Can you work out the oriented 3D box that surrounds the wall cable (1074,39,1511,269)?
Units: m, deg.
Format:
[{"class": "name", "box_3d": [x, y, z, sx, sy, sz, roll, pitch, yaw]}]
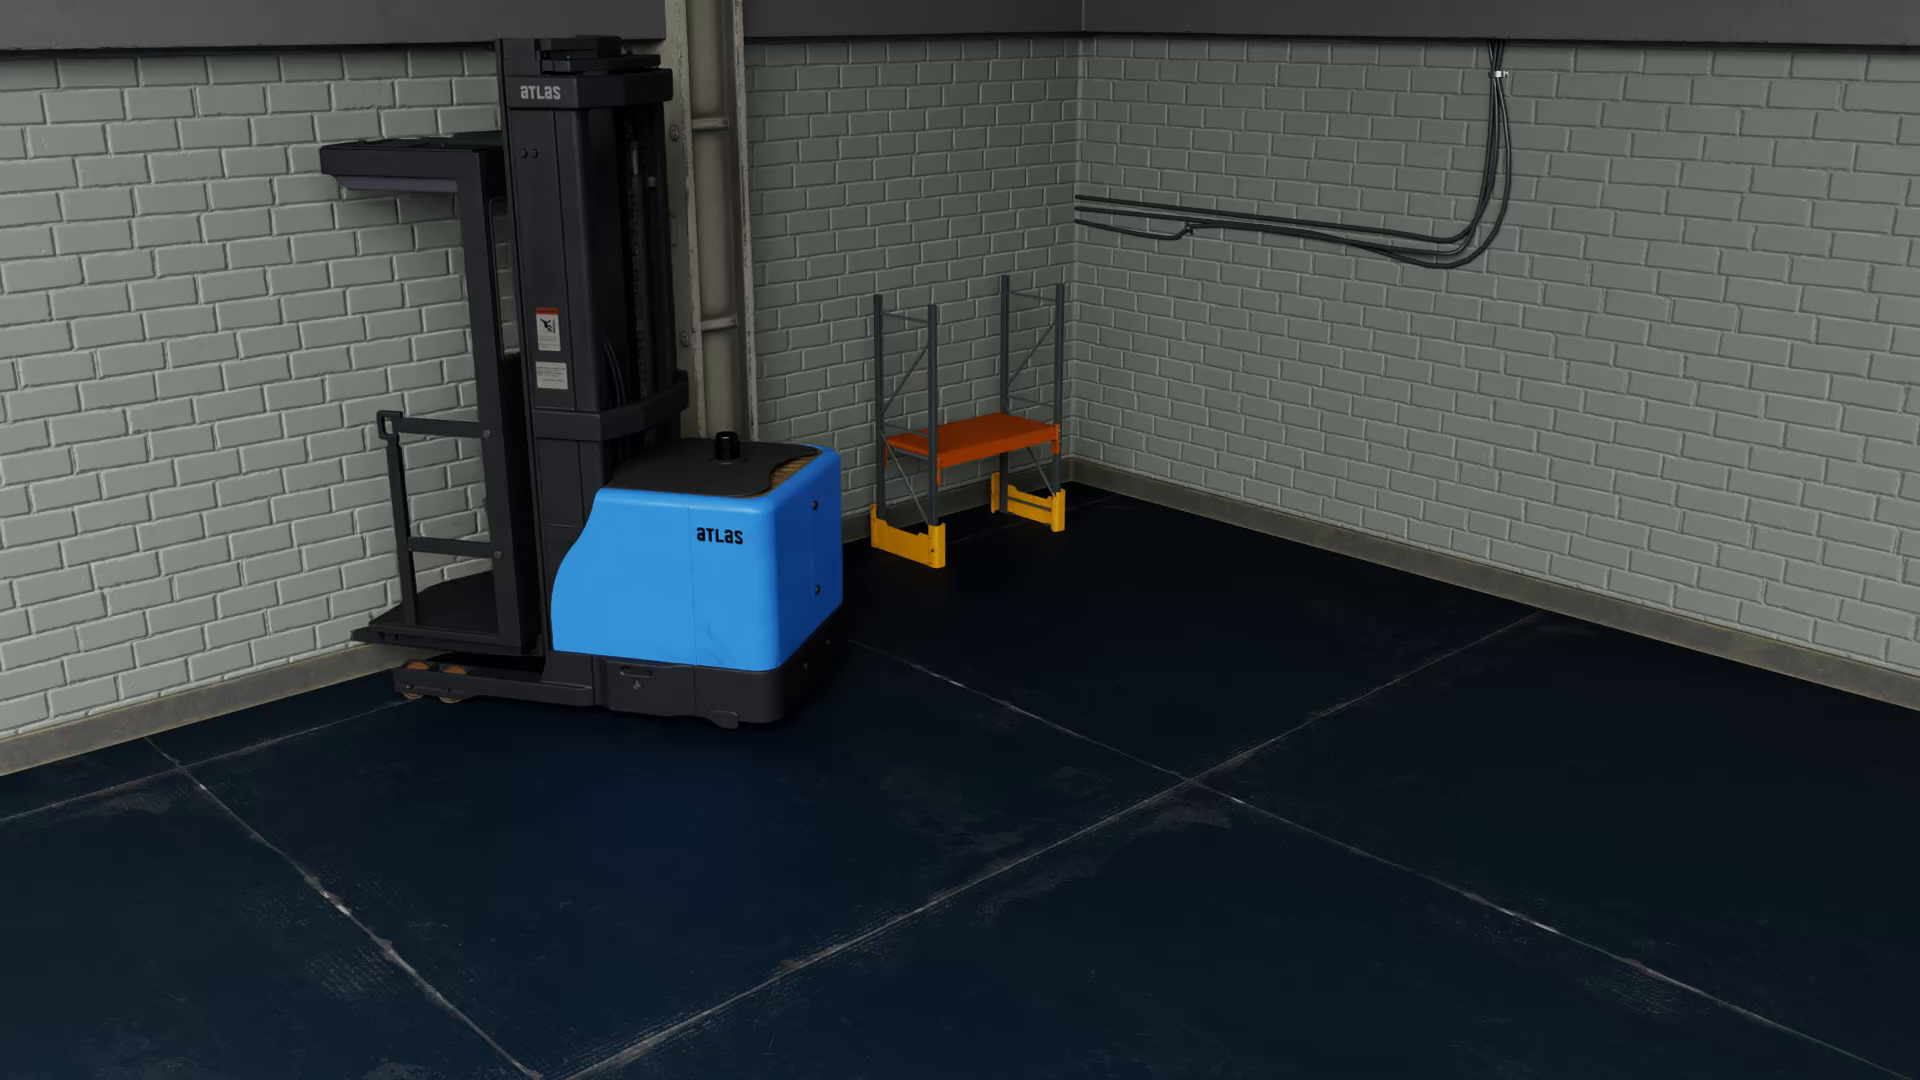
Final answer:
[{"class": "wall cable", "box_3d": [1.722, -2.876, 9.299, 0.112, 2.526, 3.097, -16, 24, -41]}]

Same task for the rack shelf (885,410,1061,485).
[{"class": "rack shelf", "box_3d": [0.062, -0.560, 9.865, 1.000, 0.185, 0.538, -16, 24, -41]}]

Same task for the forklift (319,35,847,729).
[{"class": "forklift", "box_3d": [-2.127, -0.792, 7.677, 3.031, 2.935, 1.130, 5, 19, 14]}]

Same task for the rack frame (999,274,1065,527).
[{"class": "rack frame", "box_3d": [0.431, -0.839, 10.141, 0.032, 1.500, 0.500, -16, 24, -41]}]

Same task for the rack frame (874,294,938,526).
[{"class": "rack frame", "box_3d": [-0.307, -0.624, 9.477, 0.032, 1.500, 0.500, -16, 24, -41]}]

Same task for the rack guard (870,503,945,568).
[{"class": "rack guard", "box_3d": [-0.306, -0.030, 9.670, 0.087, 0.250, 0.587, -16, 24, -41]}]

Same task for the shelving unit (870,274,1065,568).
[{"class": "shelving unit", "box_3d": [0.055, -0.730, 9.803, 1.083, 1.500, 0.587, -16, 24, -41]}]

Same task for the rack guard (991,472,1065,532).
[{"class": "rack guard", "box_3d": [0.417, -0.241, 10.321, 0.087, 0.250, 0.587, -16, 24, -41]}]

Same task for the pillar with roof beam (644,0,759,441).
[{"class": "pillar with roof beam", "box_3d": [1.631, -3.060, 4.834, 0.400, 9.000, 9.100, -16, 24, -41]}]
